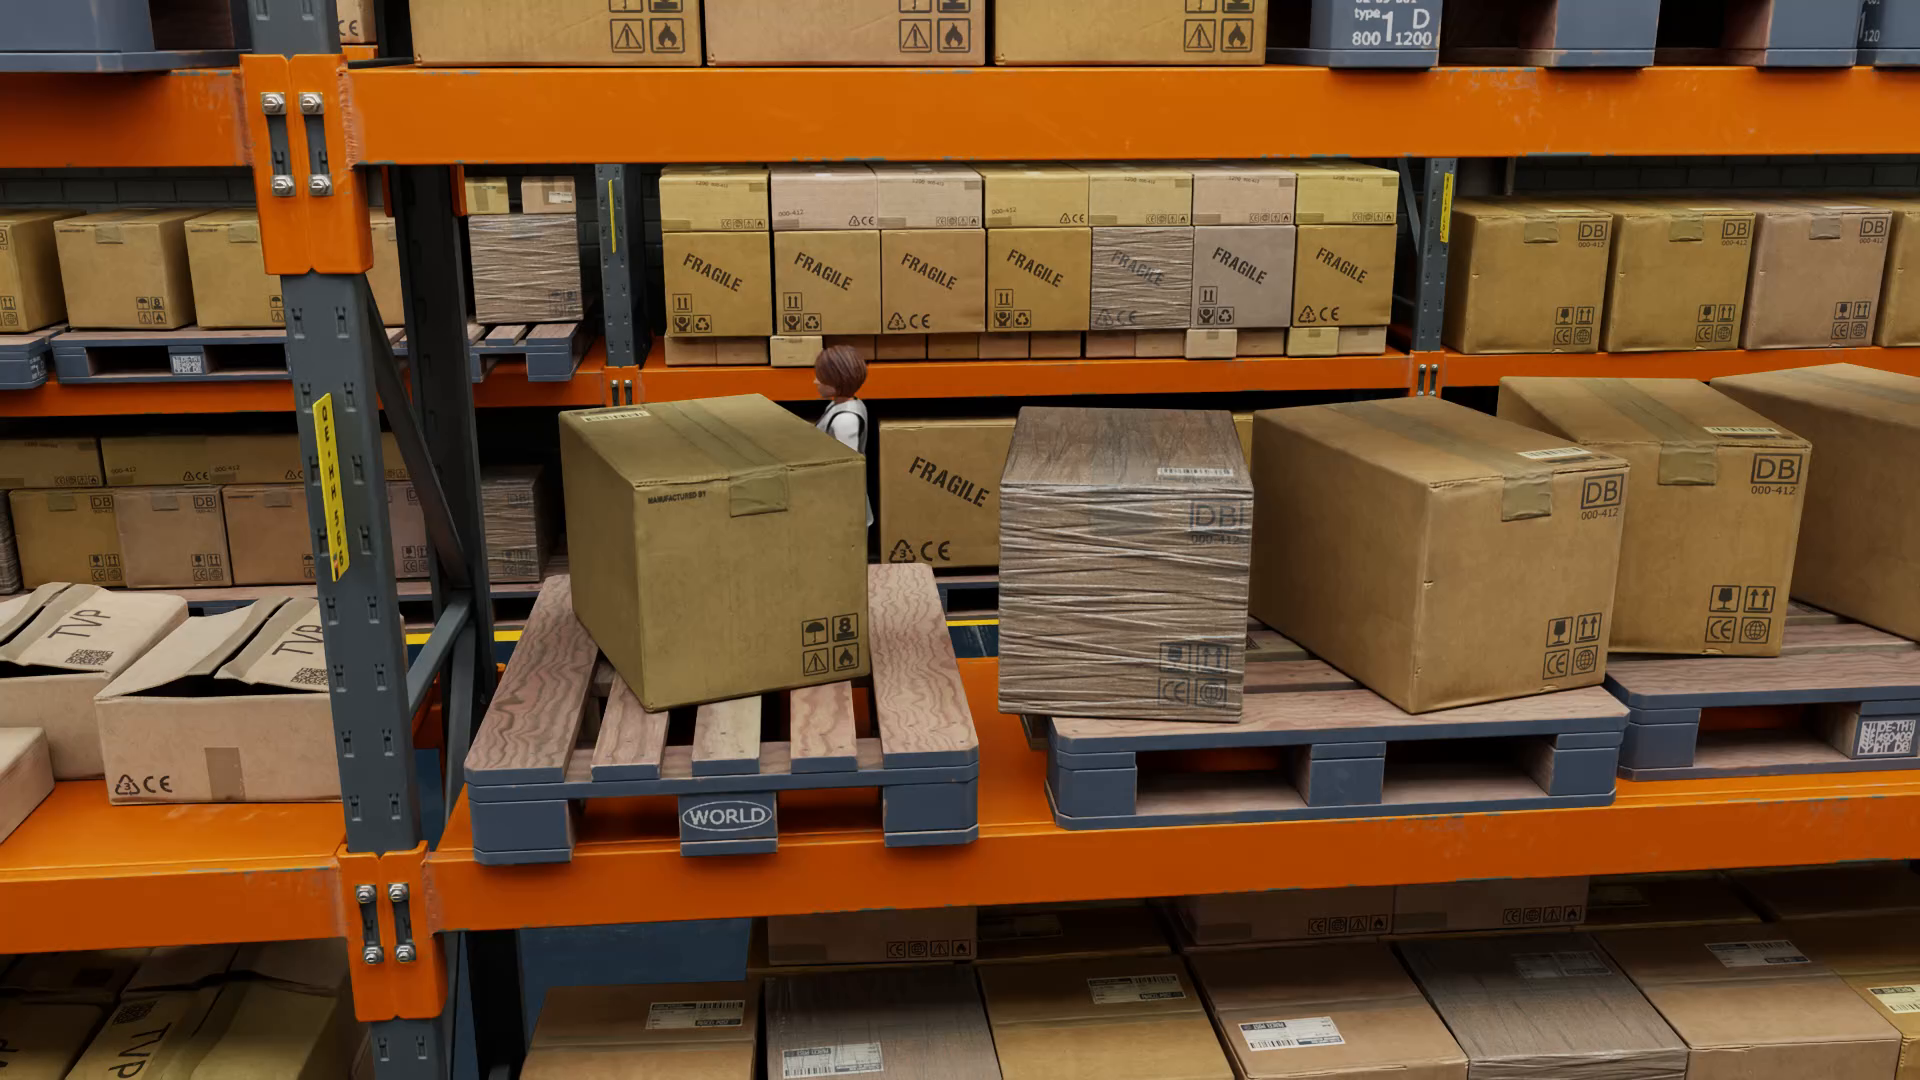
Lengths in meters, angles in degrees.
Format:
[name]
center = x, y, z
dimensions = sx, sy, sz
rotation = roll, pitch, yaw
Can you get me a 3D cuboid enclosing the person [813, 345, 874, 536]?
[person]
center = -0.528, -0.037, 7.262
dimensions = 0.420, 1.617, 0.420
rotation = -1, 17, -4
